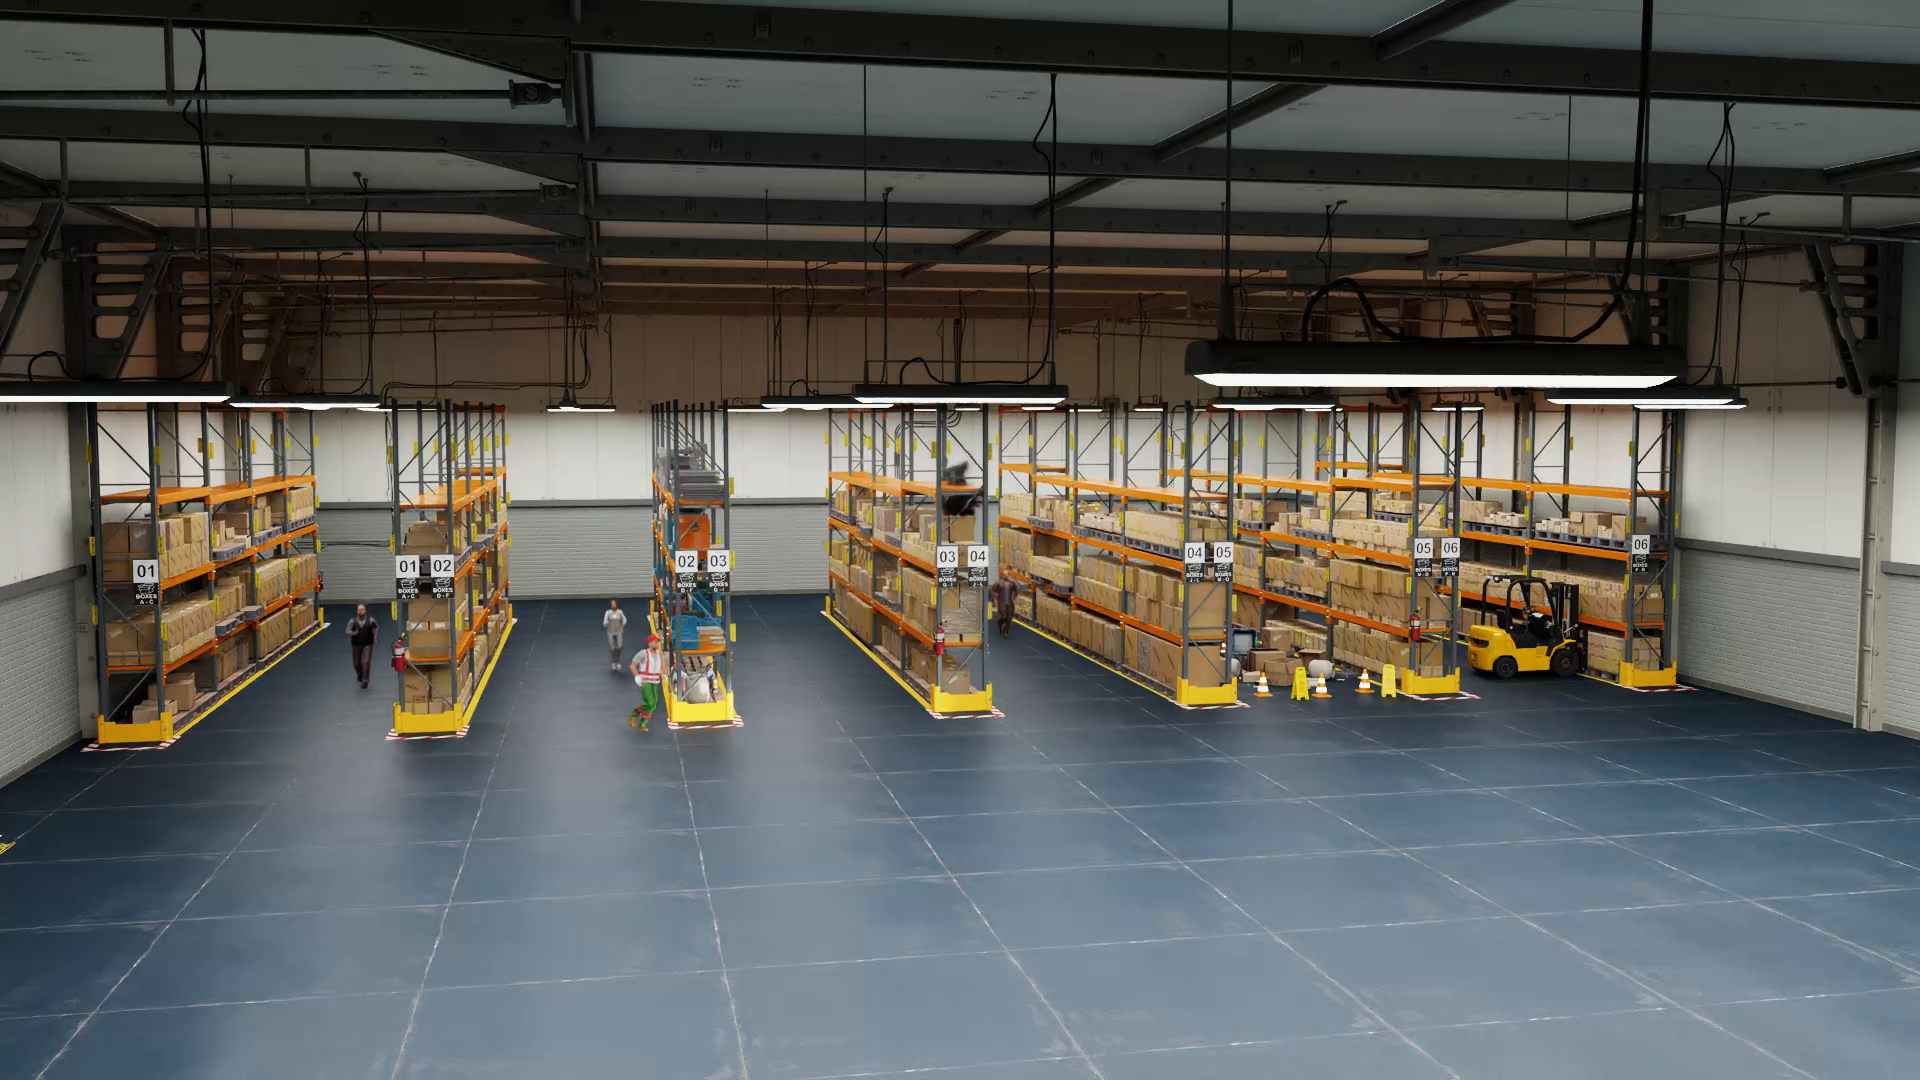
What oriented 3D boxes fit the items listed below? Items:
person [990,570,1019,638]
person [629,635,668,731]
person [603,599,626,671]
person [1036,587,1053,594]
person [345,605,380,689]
[{"bbox_3d":[1.179,1.652,42.618,0.713,1.737,0.624,-1,4,-13],"label":"person"},{"bbox_3d":[-5.604,2.591,30.130,0.577,1.733,0.717,4,6,40],"label":"person"},{"bbox_3d":[-7.702,2.127,37.146,0.515,1.599,0.625,-1,4,-14],"label":"person"},{"bbox_3d":[2.416,1.112,50.066,0.856,1.649,0.580,-2,5,-21],"label":"person"},{"bbox_3d":[-12.539,2.218,34.901,0.661,1.700,0.963,-1,4,-14],"label":"person"}]
